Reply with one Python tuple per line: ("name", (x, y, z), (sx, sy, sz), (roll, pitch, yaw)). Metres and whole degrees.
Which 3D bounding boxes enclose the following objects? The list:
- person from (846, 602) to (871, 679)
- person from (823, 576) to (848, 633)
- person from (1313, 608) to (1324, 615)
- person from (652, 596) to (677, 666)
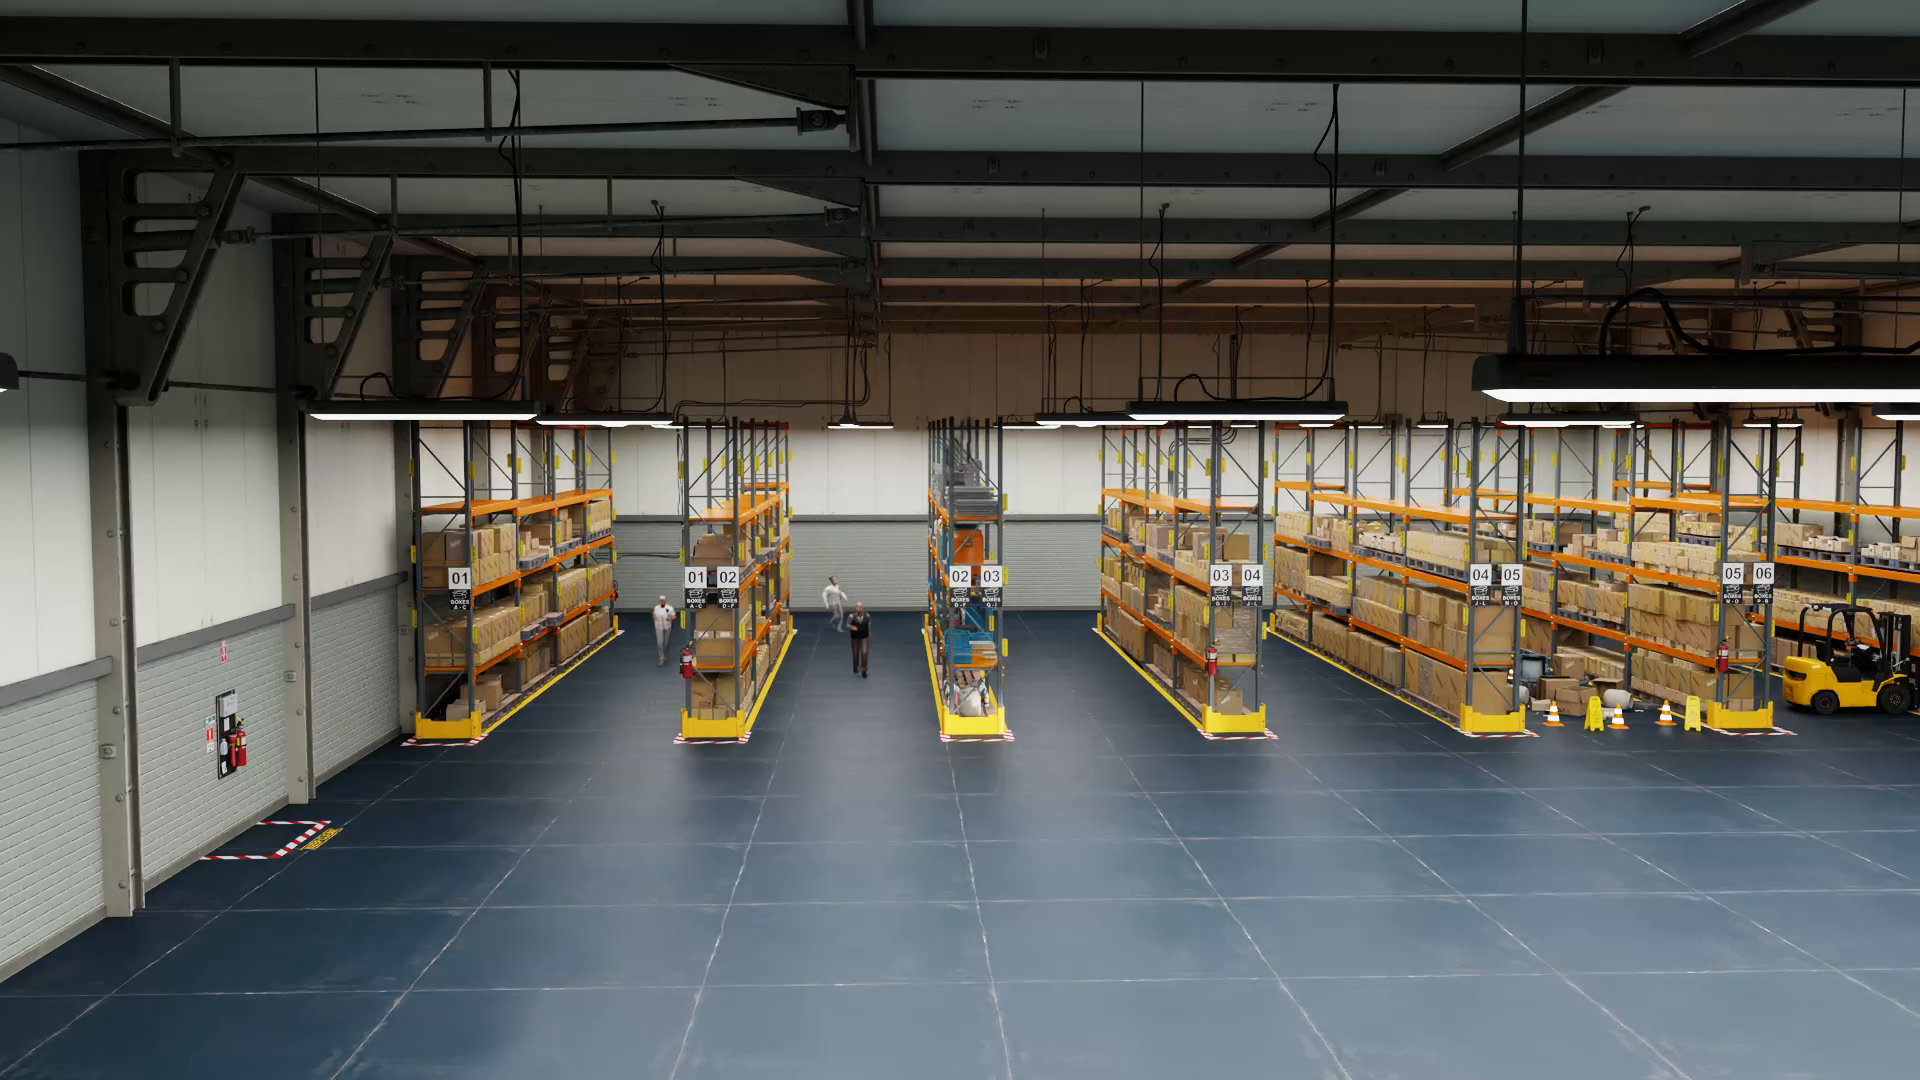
("person", (-2.362, 2.321, 38.851), (0.610, 1.754, 0.889), (0, 4, -6))
("person", (-3.580, 1.823, 47.317), (0.726, 1.644, 0.574), (-3, 5, -39))
("person", (10.360, 1.689, 48.850), (0.839, 1.740, 0.706), (3, 5, 43))
("person", (-7.295, 2.218, 41.070), (0.589, 1.696, 0.870), (-1, 4, -10))
